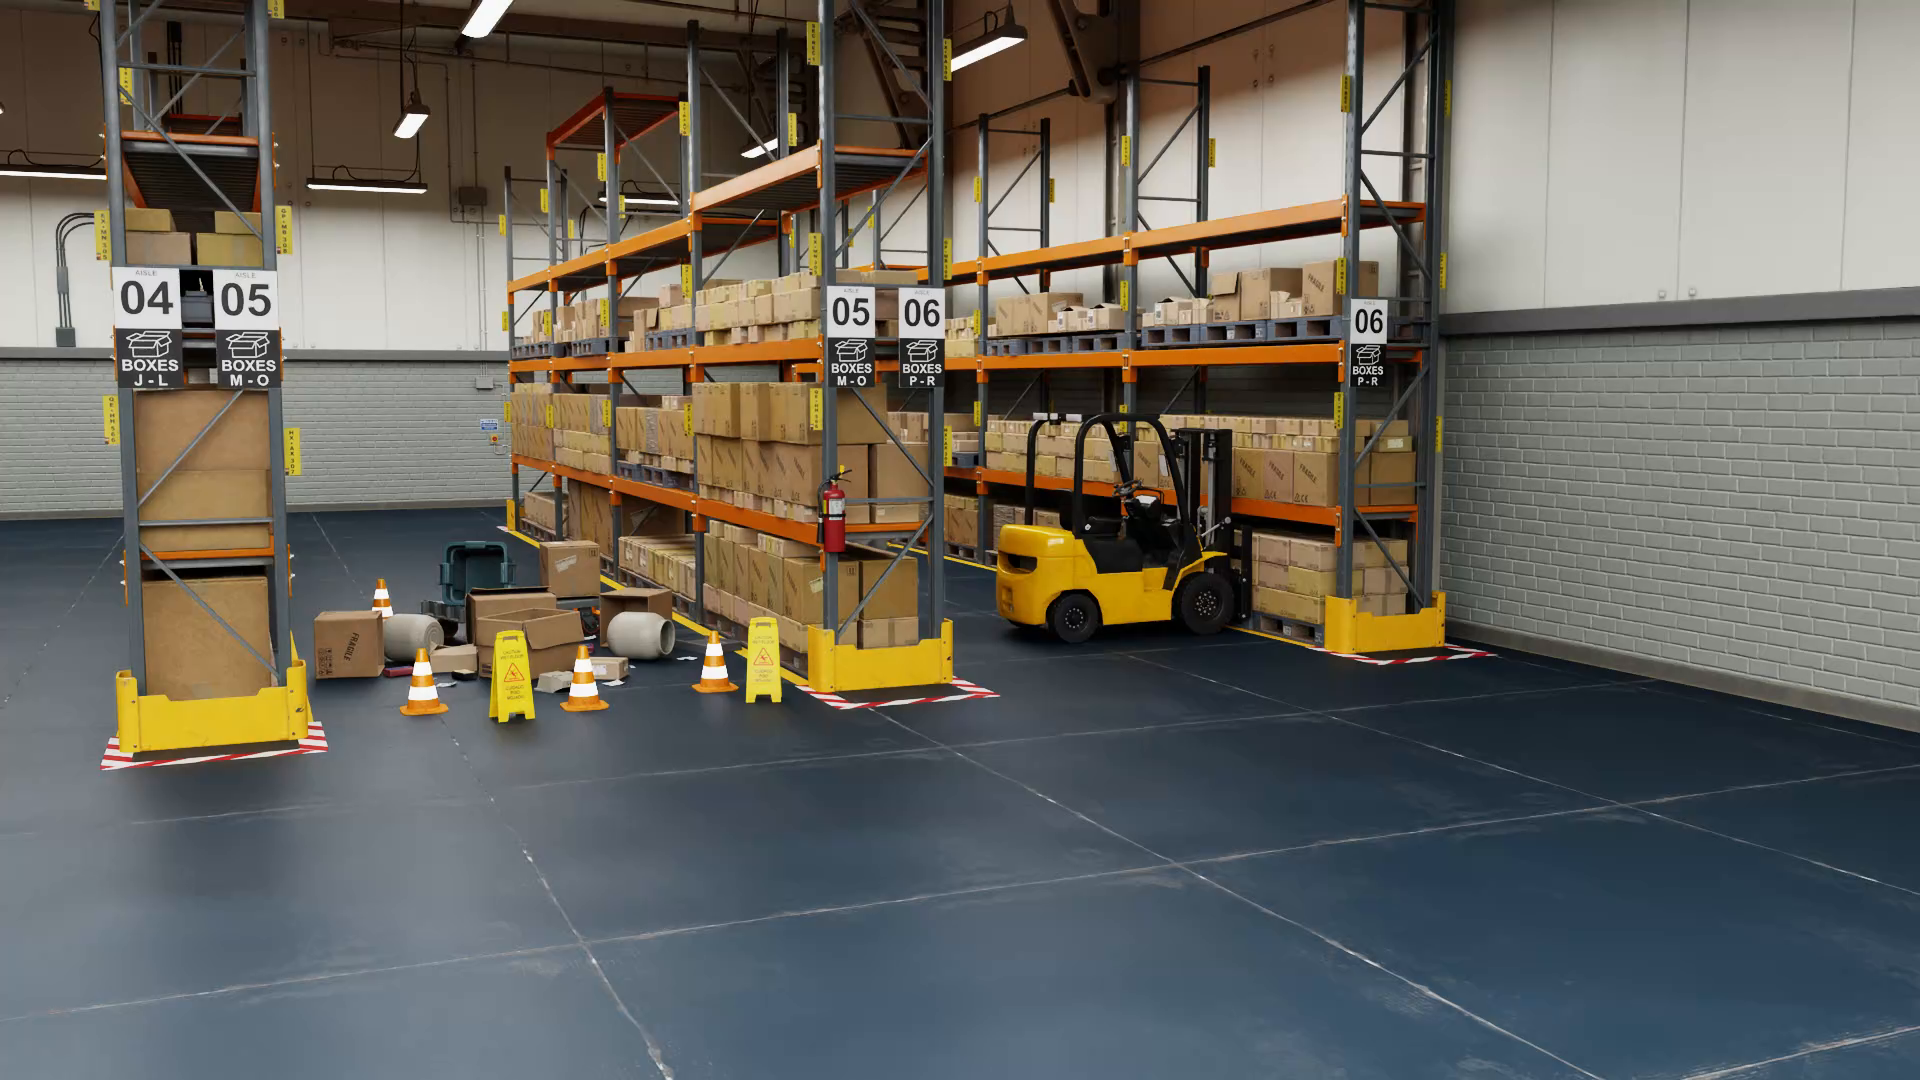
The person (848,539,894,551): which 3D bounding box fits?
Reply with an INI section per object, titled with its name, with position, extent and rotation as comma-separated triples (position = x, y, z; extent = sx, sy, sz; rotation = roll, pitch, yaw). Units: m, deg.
[person]
position = -0.968, -0.108, 17.914
extent = 0.572, 1.762, 0.648
rotation = -2, 6, -24
